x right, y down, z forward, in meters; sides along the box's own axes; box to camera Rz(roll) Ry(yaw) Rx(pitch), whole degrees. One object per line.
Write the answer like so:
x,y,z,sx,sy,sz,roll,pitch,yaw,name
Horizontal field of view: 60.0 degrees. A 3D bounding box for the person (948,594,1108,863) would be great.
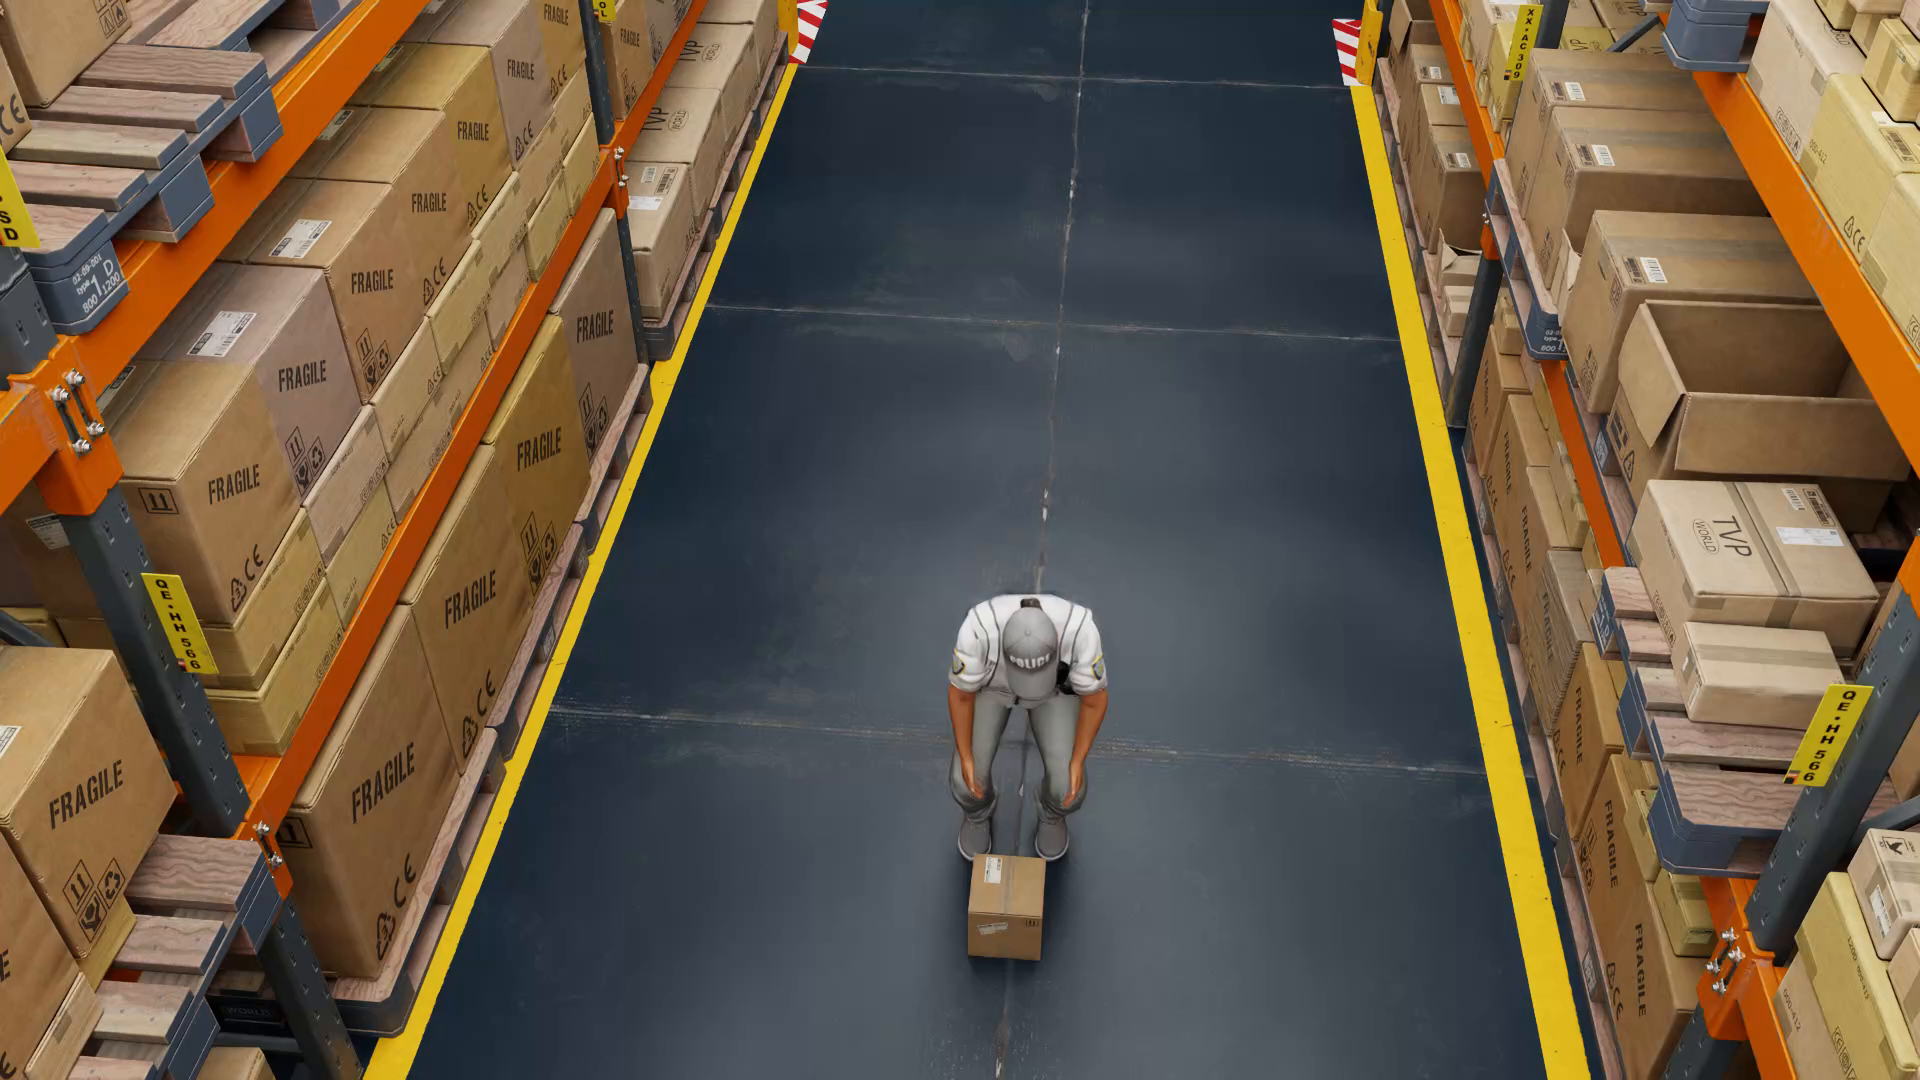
0.234,0.592,5.707,0.534,1.351,0.745,3,40,4,person
